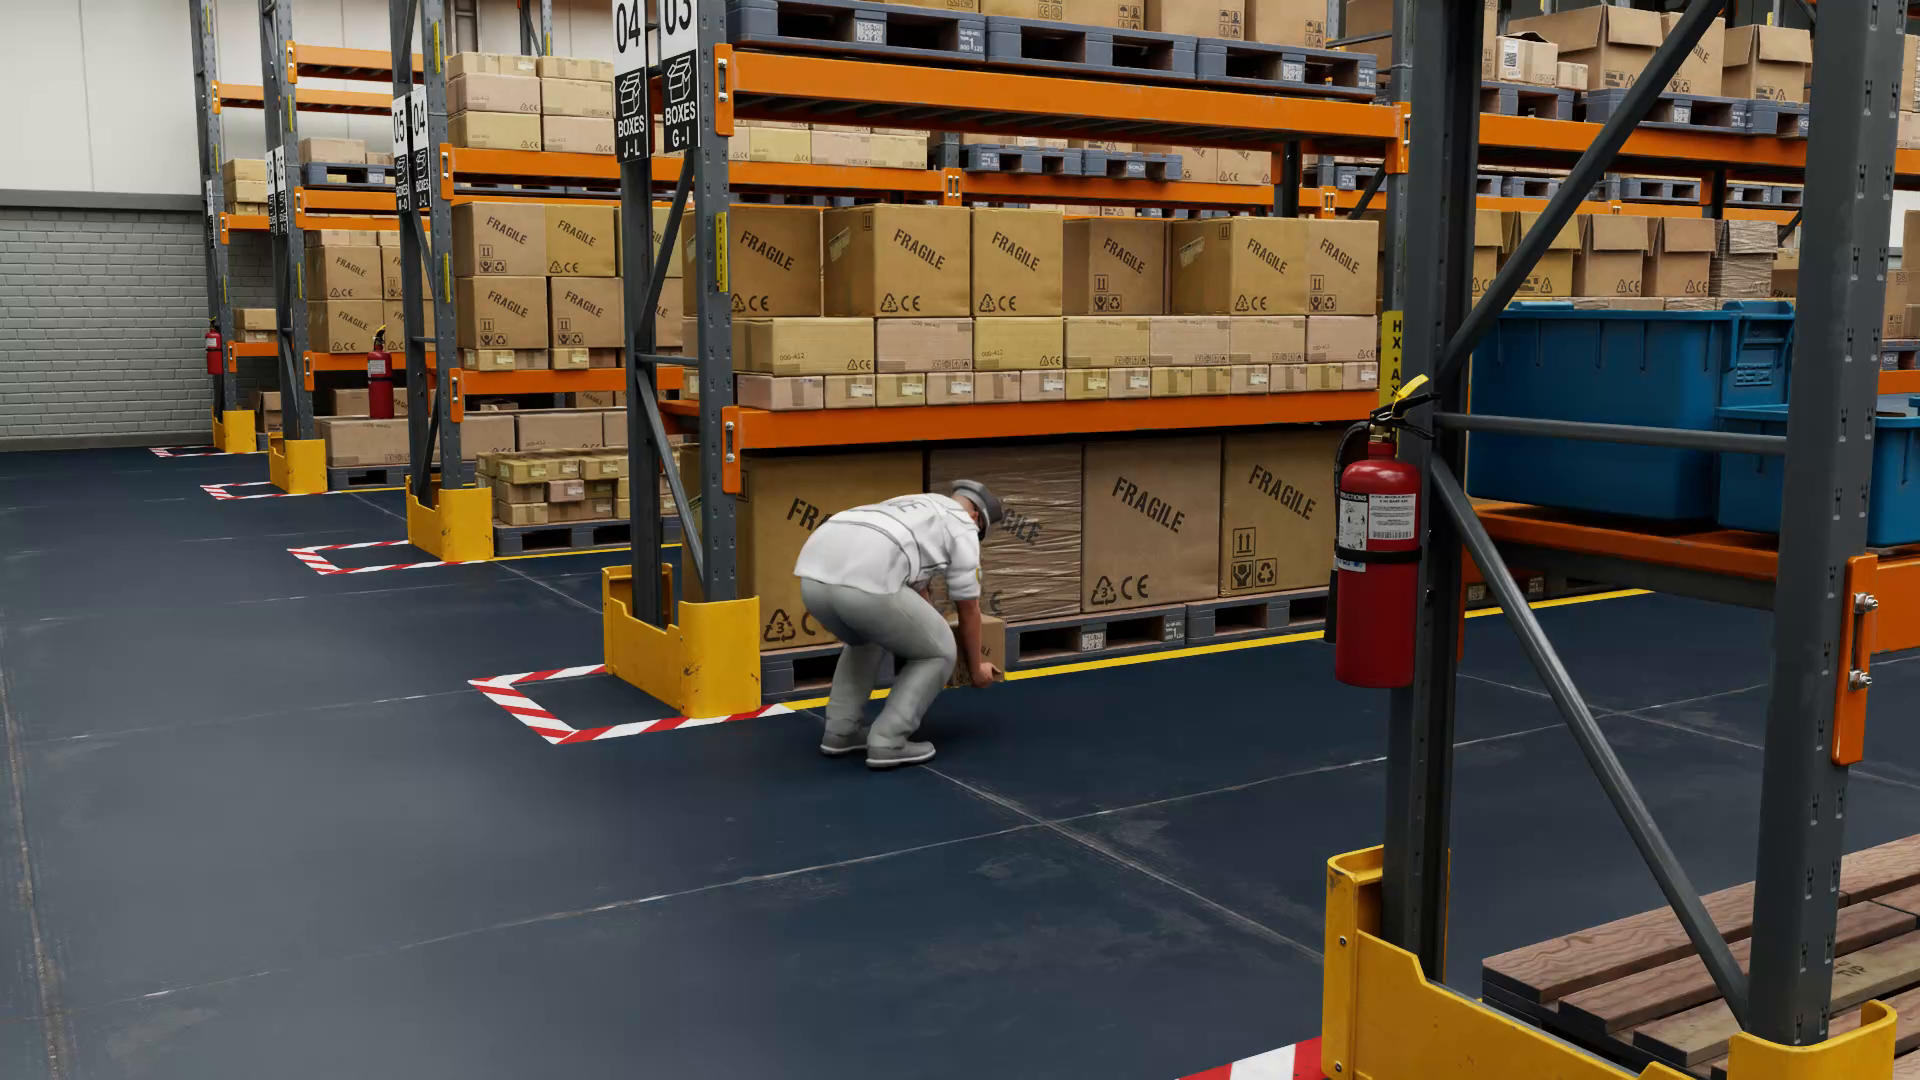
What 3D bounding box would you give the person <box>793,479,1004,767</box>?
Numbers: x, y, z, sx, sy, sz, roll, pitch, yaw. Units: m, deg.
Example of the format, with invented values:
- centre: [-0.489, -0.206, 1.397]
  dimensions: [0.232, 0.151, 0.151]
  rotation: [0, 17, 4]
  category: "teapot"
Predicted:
- centre: [-0.202, 0.311, 6.607]
  dimensions: [0.540, 1.051, 1.032]
  rotation: [7, 11, 41]
  category: "person"
